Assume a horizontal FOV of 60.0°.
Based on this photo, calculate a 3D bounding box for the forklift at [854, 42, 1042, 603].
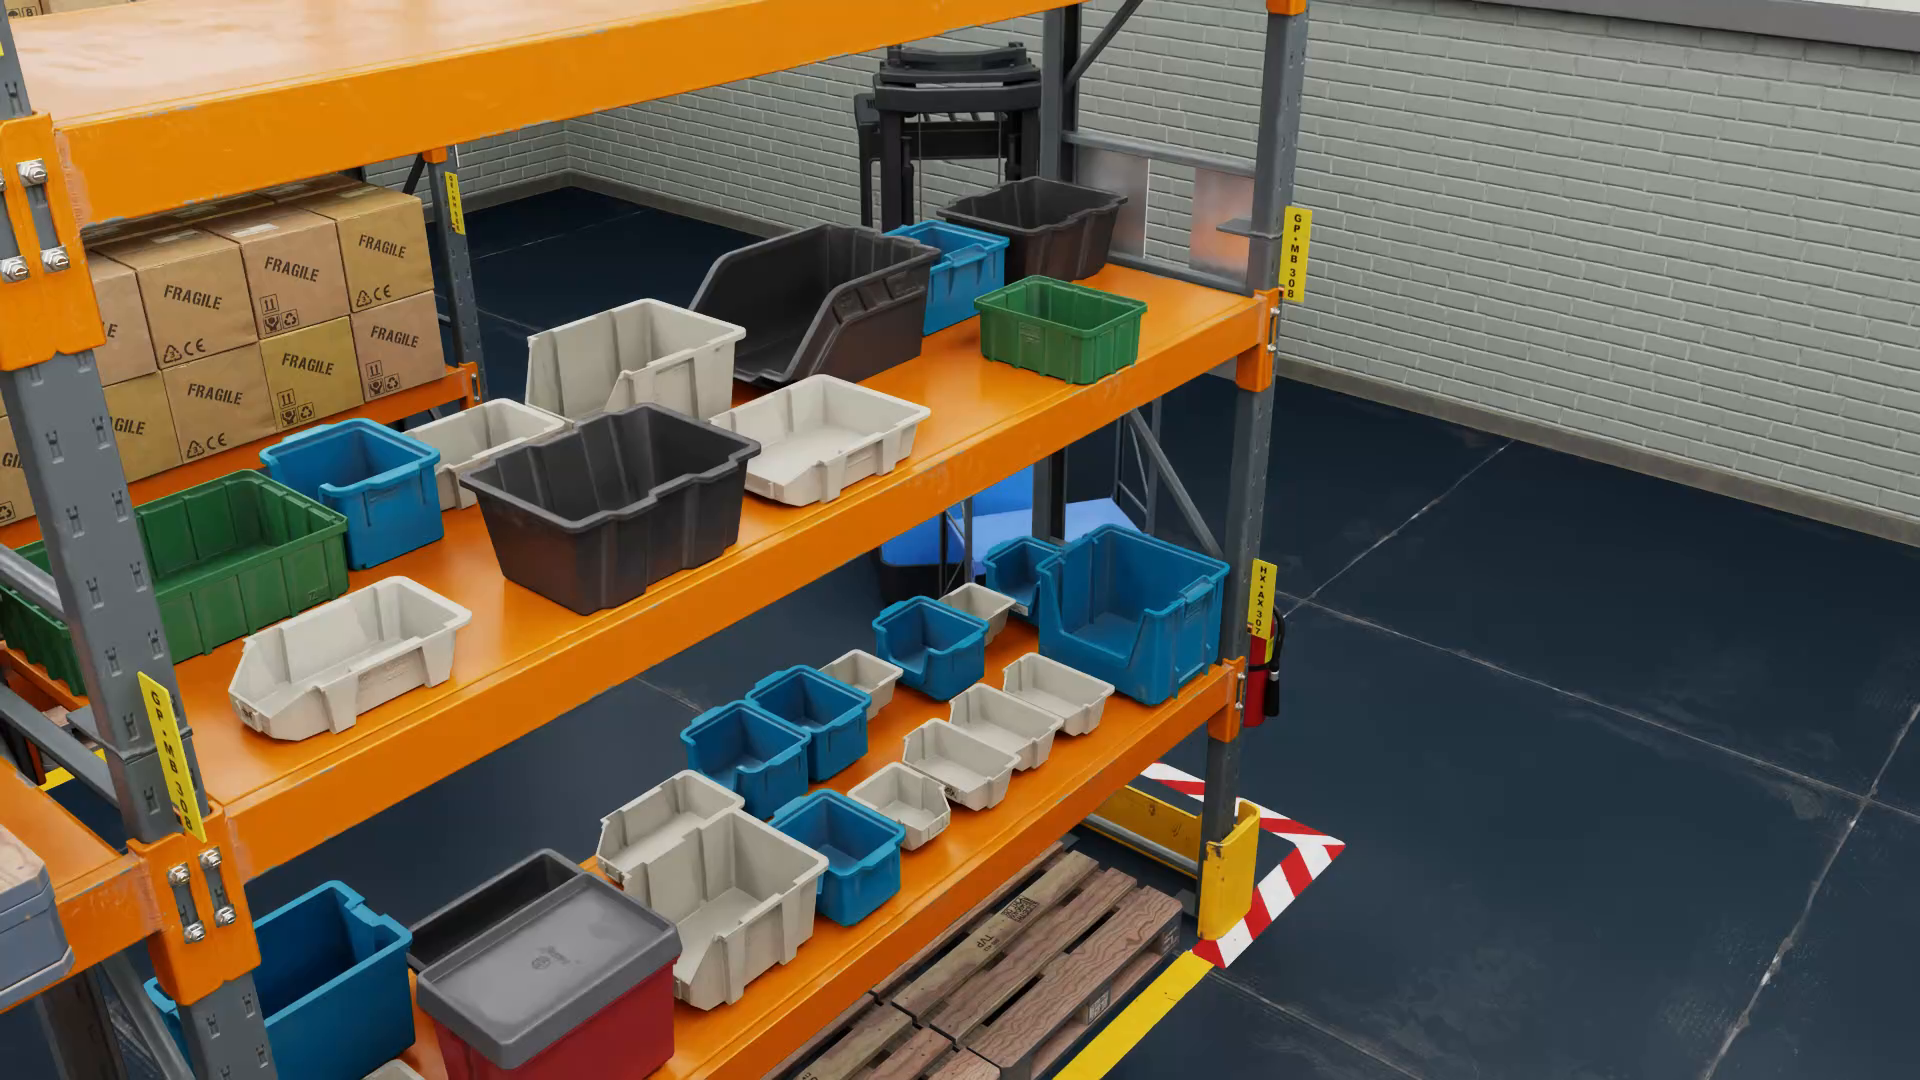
[{"bbox_3d":[-0.057,-1.589,10.131,1.130,2.935,3.031,-2,27,-5],"label":"forklift"}]

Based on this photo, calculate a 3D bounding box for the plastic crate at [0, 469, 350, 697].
[{"bbox_3d":[-1.788,0.087,3.783,0.450,0.188,0.662,21,34,34],"label":"plastic crate"}]

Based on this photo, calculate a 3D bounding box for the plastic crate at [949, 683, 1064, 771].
[{"bbox_3d":[0.145,0.677,5.899,0.396,0.136,0.243,21,34,34],"label":"plastic crate"}]

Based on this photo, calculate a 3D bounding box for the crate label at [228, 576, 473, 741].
[{"bbox_3d":[-1.290,0.260,3.506,0.293,0.136,0.466,21,34,34],"label":"crate label"}]

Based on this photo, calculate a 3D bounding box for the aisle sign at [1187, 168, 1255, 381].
[{"bbox_3d":[0.992,-0.949,5.990,0.394,0.787,0.004,21,34,34],"label":"aisle sign"}]

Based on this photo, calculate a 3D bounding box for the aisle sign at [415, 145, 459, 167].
[{"bbox_3d":[-2.820,-2.393,8.781,0.394,0.787,0.004,21,34,34],"label":"aisle sign"}]

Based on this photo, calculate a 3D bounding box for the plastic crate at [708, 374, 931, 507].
[{"bbox_3d":[-0.403,-0.264,4.519,0.437,0.136,0.530,21,34,34],"label":"plastic crate"}]

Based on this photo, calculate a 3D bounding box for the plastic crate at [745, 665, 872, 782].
[{"bbox_3d":[-0.529,0.652,5.843,0.416,0.233,0.300,21,34,34],"label":"plastic crate"}]

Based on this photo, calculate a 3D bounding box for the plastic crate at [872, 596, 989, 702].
[{"bbox_3d":[-0.110,0.418,6.294,0.416,0.233,0.300,21,34,34],"label":"plastic crate"}]

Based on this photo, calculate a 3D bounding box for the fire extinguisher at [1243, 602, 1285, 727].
[{"bbox_3d":[1.166,0.425,6.654,0.296,0.674,0.183,21,34,34],"label":"fire extinguisher"}]

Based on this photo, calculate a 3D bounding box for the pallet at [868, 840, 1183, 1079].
[{"bbox_3d":[0.165,1.665,6.801,1.003,0.211,1.213,21,34,34],"label":"pallet"}]

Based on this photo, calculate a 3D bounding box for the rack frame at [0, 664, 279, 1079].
[{"bbox_3d":[-1.824,1.564,3.962,1.000,3.000,0.127,21,34,34],"label":"rack frame"}]

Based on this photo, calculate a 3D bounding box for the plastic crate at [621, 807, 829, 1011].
[{"bbox_3d":[-0.711,1.102,4.918,0.437,0.282,0.530,21,34,34],"label":"plastic crate"}]

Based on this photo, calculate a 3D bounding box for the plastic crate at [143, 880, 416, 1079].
[{"bbox_3d":[-1.791,1.279,4.465,0.392,0.384,0.575,21,34,34],"label":"plastic crate"}]

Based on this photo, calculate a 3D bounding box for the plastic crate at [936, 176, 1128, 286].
[{"bbox_3d":[0.260,-1.074,5.938,0.497,0.269,0.590,21,34,34],"label":"plastic crate"}]

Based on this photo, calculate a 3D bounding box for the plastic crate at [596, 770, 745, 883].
[{"bbox_3d":[-0.949,0.949,5.373,0.293,0.136,0.466,21,34,34],"label":"plastic crate"}]

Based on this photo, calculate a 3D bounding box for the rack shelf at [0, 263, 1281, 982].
[{"bbox_3d":[-0.552,-0.158,4.809,1.077,0.370,4.000,21,34,34],"label":"rack shelf"}]

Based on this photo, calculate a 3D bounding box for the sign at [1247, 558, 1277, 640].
[{"bbox_3d":[1.155,0.228,6.367,0.100,0.325,0.005,21,34,34],"label":"sign"}]

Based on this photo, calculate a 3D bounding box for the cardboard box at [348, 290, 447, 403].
[{"bbox_3d":[-3.175,-1.109,9.021,0.500,0.500,0.500,22,35,36],"label":"cardboard box"}]

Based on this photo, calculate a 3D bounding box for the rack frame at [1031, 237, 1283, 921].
[{"bbox_3d":[0.720,0.146,6.704,1.000,3.000,0.127,21,34,34],"label":"rack frame"}]

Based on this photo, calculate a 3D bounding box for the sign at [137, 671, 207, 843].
[{"bbox_3d":[-1.401,0.389,2.959,0.100,0.325,0.005,21,34,34],"label":"sign"}]

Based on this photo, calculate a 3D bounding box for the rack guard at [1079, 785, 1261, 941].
[{"bbox_3d":[0.725,1.244,7.302,1.175,0.500,0.348,21,34,34],"label":"rack guard"}]

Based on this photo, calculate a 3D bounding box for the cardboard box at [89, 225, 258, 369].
[{"bbox_3d":[-3.818,-1.189,8.087,0.500,0.500,0.500,22,34,36],"label":"cardboard box"}]

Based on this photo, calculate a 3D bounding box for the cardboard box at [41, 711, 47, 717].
[{"bbox_3d":[-4.668,0.783,8.077,0.380,0.166,0.250,21,34,34],"label":"cardboard box"}]

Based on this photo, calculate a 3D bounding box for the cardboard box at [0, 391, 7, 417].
[{"bbox_3d":[-4.472,-0.824,7.381,0.500,0.500,0.500,20,33,33],"label":"cardboard box"}]

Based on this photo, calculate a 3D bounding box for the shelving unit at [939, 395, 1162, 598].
[{"bbox_3d":[0.461,-0.150,8.906,1.048,1.500,0.538,-8,29,-15],"label":"shelving unit"}]

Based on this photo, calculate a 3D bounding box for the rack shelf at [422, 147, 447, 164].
[{"bbox_3d":[-4.372,-1.607,7.610,1.077,0.370,4.000,21,34,34],"label":"rack shelf"}]

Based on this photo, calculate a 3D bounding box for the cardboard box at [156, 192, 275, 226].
[{"bbox_3d":[-3.912,-1.524,8.734,0.500,0.500,0.500,21,34,35],"label":"cardboard box"}]

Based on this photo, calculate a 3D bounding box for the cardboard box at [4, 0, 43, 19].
[{"bbox_3d":[-4.423,-2.426,7.214,0.700,0.500,0.500,21,34,34],"label":"cardboard box"}]

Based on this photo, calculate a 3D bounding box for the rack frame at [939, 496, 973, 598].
[{"bbox_3d":[-0.025,-0.080,8.771,0.032,1.500,0.500,-8,29,-15],"label":"rack frame"}]

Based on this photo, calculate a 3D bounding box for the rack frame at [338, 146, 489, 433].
[{"bbox_3d":[-3.100,-1.303,9.505,1.000,3.000,0.127,21,34,34],"label":"rack frame"}]

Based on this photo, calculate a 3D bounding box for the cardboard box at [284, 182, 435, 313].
[{"bbox_3d":[-3.171,-1.554,8.792,0.500,0.500,0.500,20,34,34],"label":"cardboard box"}]

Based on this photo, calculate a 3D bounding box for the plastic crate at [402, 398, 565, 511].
[{"bbox_3d":[-1.309,-0.213,4.420,0.293,0.136,0.466,21,34,34],"label":"plastic crate"}]

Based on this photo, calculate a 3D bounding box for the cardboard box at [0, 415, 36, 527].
[{"bbox_3d":[-4.467,-0.390,7.630,0.500,0.500,0.500,21,34,34],"label":"cardboard box"}]

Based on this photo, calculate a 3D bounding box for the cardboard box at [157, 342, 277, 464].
[{"bbox_3d":[-3.824,-0.749,8.325,0.500,0.500,0.500,21,34,35],"label":"cardboard box"}]

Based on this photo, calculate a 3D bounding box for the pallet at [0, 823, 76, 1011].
[{"bbox_3d":[-2.248,0.622,2.724,1.213,0.211,1.003,21,34,34],"label":"pallet"}]

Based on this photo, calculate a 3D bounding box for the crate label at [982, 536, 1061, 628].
[{"bbox_3d":[0.309,0.185,6.745,0.416,0.233,0.303,21,34,34],"label":"crate label"}]

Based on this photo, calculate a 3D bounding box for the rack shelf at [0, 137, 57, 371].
[{"bbox_3d":[-3.097,0.106,1.470,1.077,0.370,4.000,21,34,34],"label":"rack shelf"}]

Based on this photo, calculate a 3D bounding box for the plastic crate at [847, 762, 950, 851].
[{"bbox_3d":[-0.187,0.893,5.481,0.298,0.136,0.250,21,34,34],"label":"plastic crate"}]

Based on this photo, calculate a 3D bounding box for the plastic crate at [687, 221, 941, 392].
[{"bbox_3d":[-0.464,-0.698,5.137,0.504,0.338,0.767,21,34,34],"label":"plastic crate"}]
